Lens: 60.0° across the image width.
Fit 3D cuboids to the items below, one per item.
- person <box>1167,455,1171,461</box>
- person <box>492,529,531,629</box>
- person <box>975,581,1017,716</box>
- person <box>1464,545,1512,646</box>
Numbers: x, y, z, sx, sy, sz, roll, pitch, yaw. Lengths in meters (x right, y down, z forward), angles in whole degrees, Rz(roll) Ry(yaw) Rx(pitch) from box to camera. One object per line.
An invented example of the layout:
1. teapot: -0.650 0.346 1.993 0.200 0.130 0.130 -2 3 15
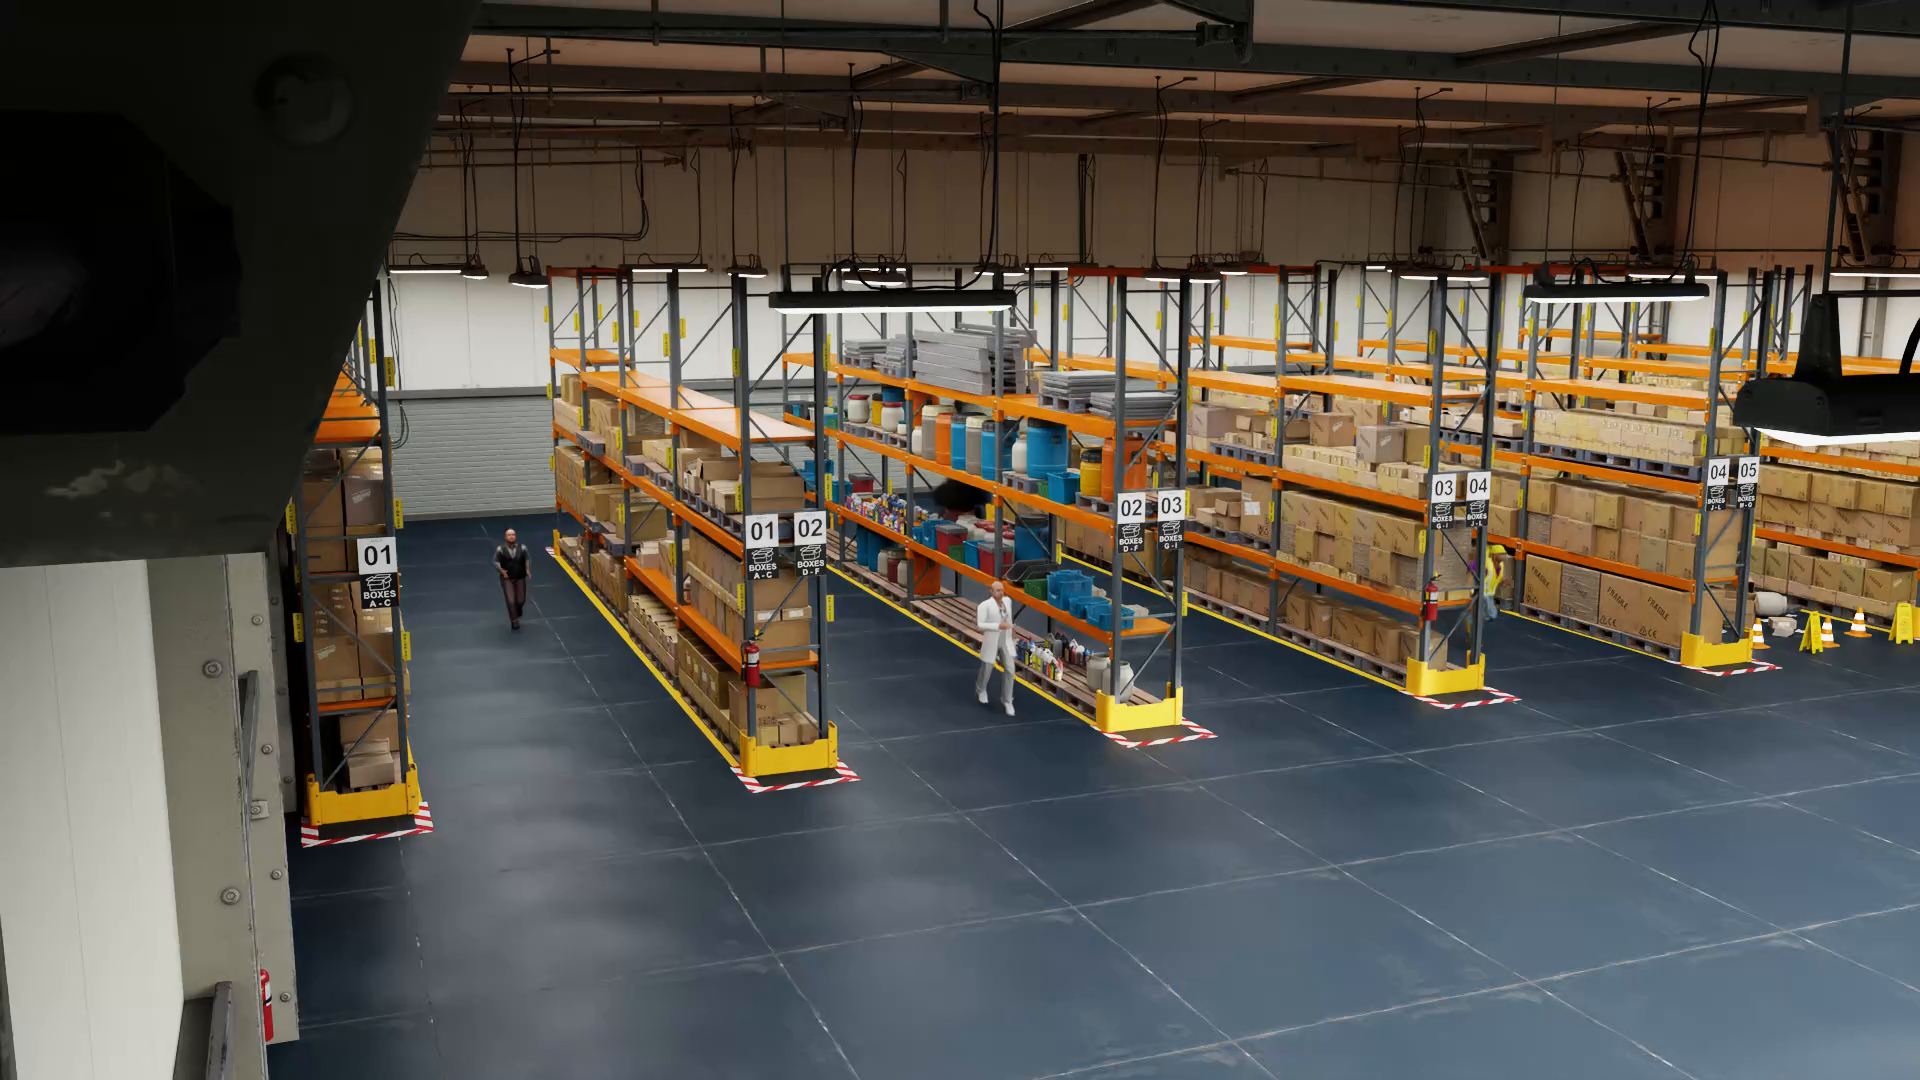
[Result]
1. person: 4.725 -1.130 38.340 0.560 1.676 0.779 -3 10 -17
2. person: -7.558 0.653 28.123 0.661 1.680 0.585 -4 11 -21
3. person: 0.490 1.466 23.070 0.674 1.841 0.950 -5 11 -25
4. person: 8.489 0.890 26.728 0.685 1.682 0.713 -9 13 -43
